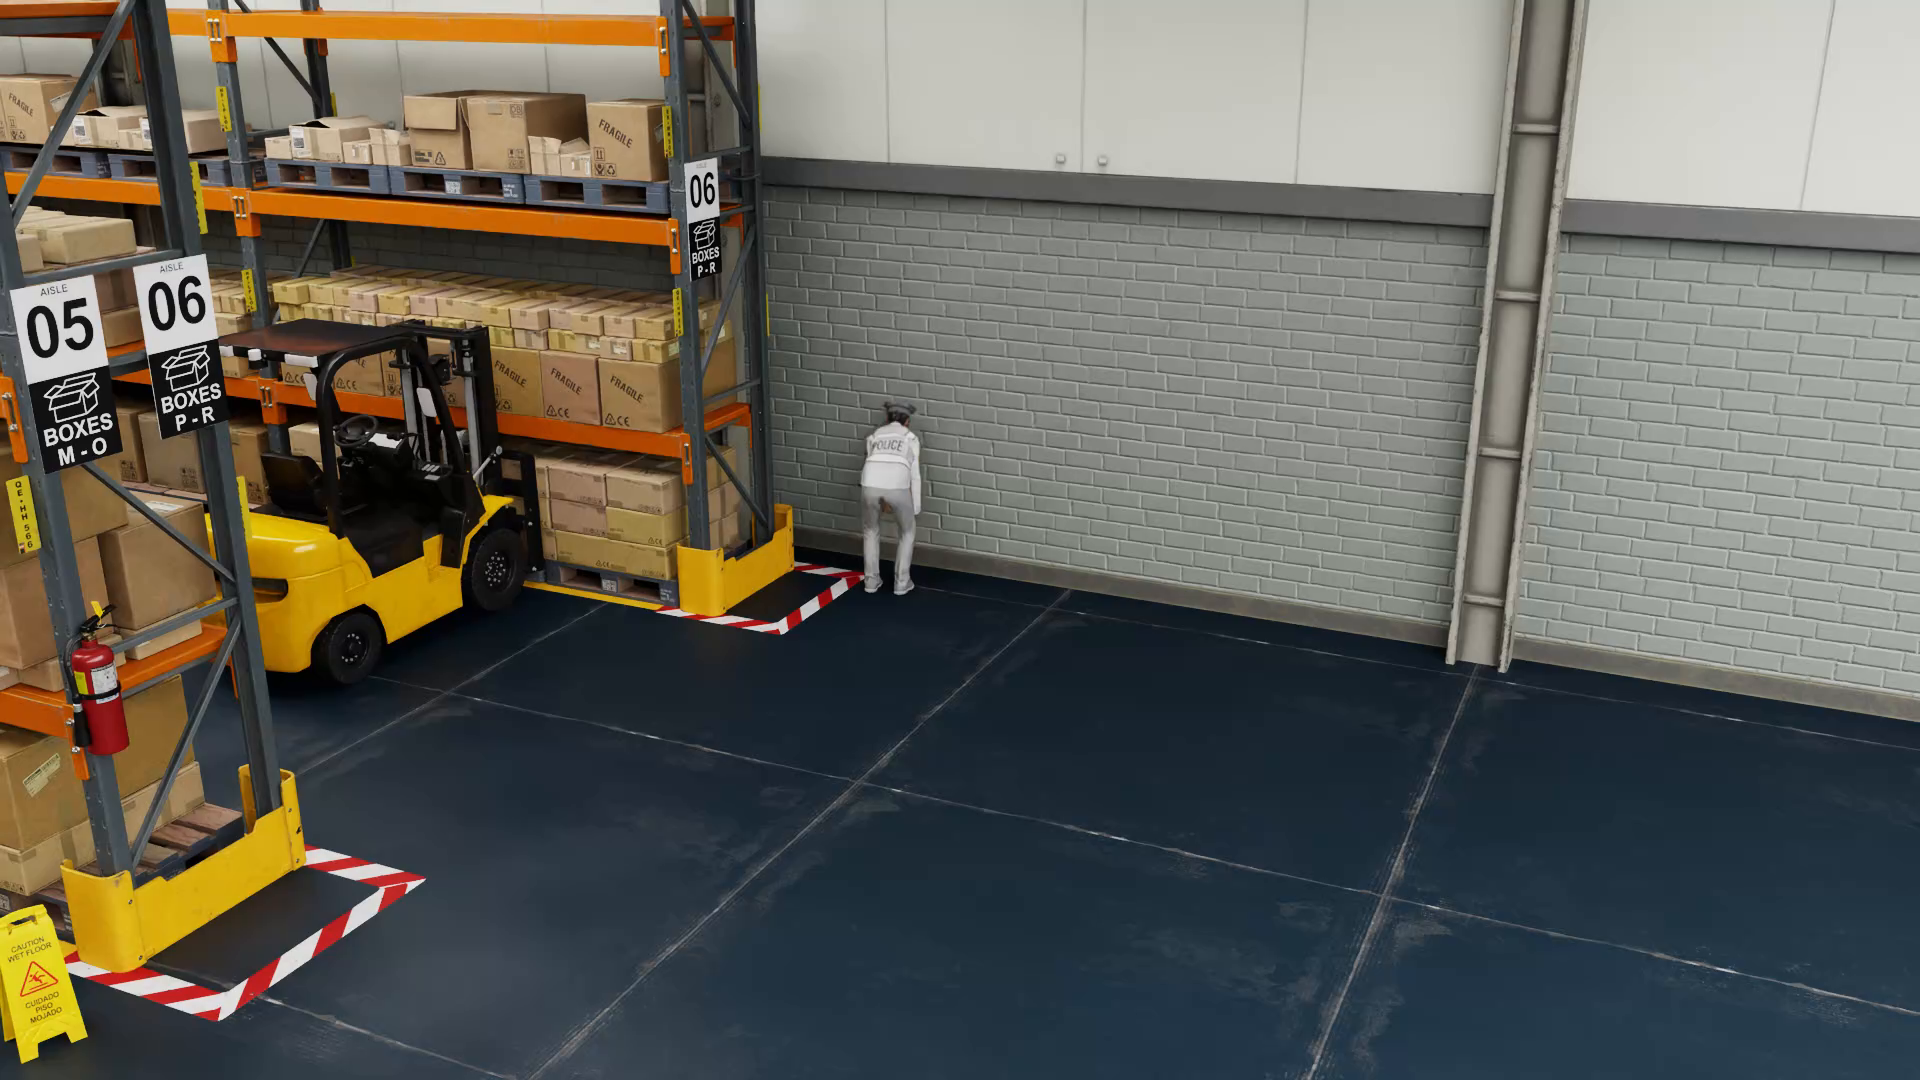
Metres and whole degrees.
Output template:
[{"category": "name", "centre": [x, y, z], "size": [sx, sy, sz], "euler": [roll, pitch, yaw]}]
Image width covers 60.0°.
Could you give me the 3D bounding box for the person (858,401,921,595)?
[{"category": "person", "centre": [-0.506, -0.327, 12.485], "size": [0.417, 1.356, 0.849], "euler": [4, 19, 10]}]
